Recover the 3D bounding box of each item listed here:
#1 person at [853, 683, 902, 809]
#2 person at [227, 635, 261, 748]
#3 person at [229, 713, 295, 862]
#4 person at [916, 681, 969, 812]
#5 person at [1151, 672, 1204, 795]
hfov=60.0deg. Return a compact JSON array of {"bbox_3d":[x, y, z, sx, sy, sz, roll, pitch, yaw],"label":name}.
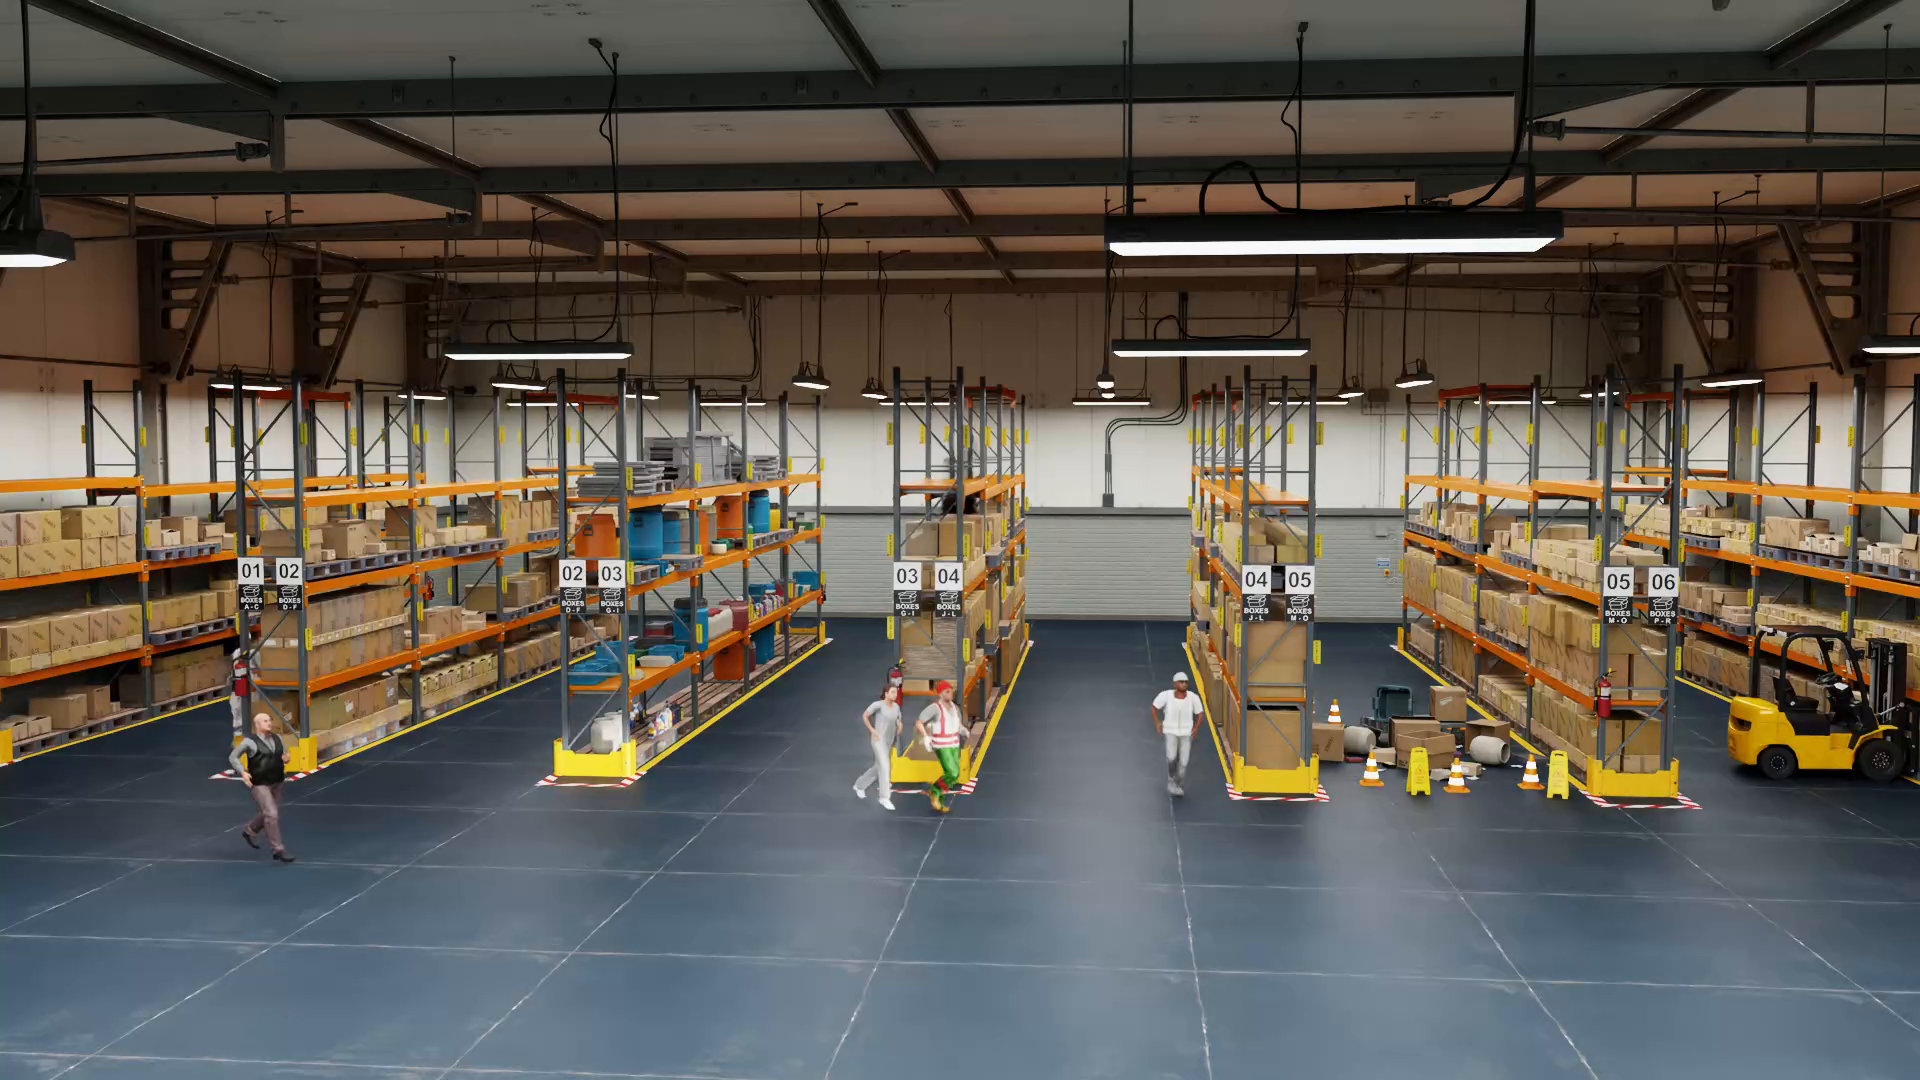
[{"bbox_3d":[-1.039,2.782,22.812,0.882,1.654,0.611,3,5,42],"label":"person"},{"bbox_3d":[-11.650,2.414,27.124,0.640,1.824,0.814,0,4,2],"label":"person"},{"bbox_3d":[-8.212,2.896,19.663,0.970,1.707,0.656,2,4,25],"label":"person"},{"bbox_3d":[-0.158,2.746,22.022,0.615,1.745,0.652,3,5,42],"label":"person"},{"bbox_3d":[3.035,2.698,23.093,0.724,1.726,0.580,0,4,1],"label":"person"}]
